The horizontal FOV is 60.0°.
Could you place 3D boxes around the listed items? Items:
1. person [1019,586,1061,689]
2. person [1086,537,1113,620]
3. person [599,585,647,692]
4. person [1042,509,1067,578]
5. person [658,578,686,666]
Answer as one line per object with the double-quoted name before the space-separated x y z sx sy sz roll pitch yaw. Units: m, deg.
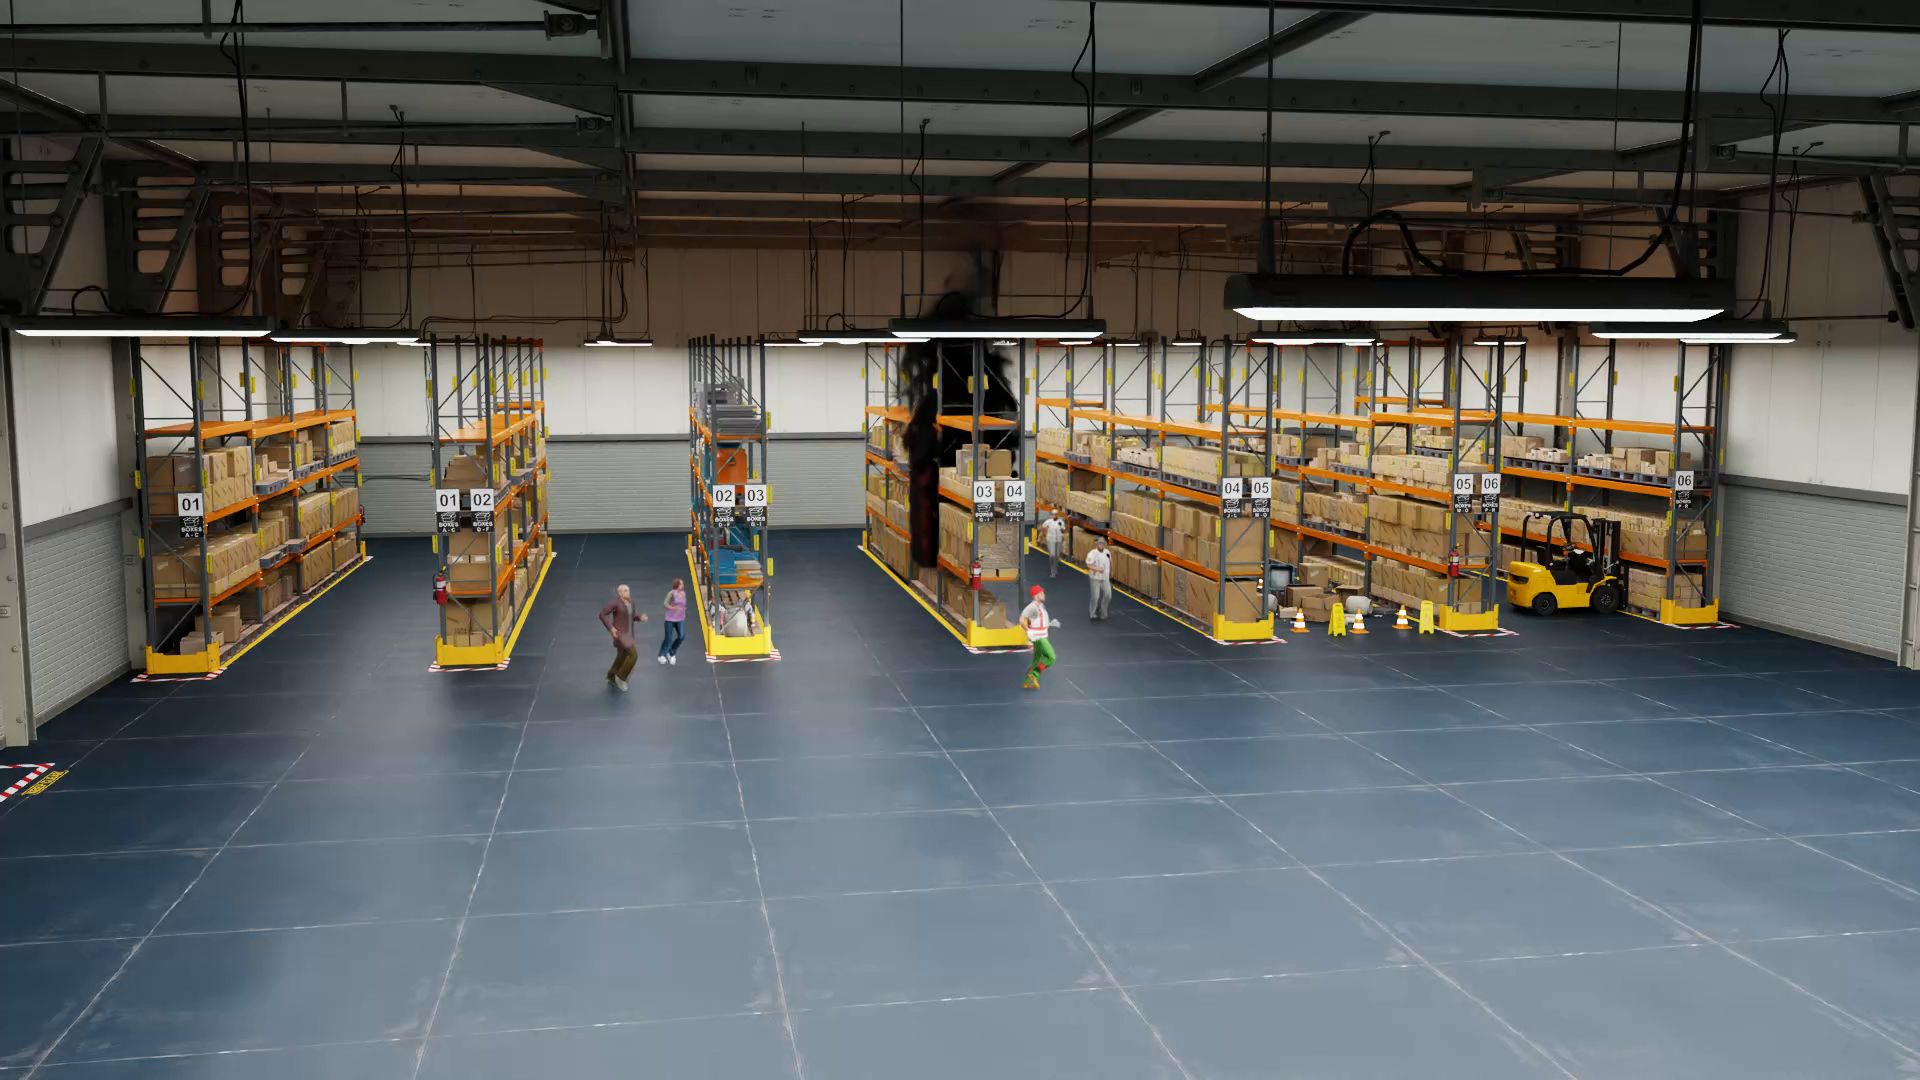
"person" 1.362 1.636 27.926 0.645 1.741 0.639 2 7 15
"person" 2.991 0.836 35.208 0.683 1.811 0.718 -2 7 -20
"person" -5.644 1.653 28.045 0.784 1.818 0.670 2 7 20
"person" 2.399 0.085 42.021 0.587 1.723 0.692 -2 7 -13
"person" -5.159 1.482 30.275 0.548 1.577 0.624 -5 8 -37
